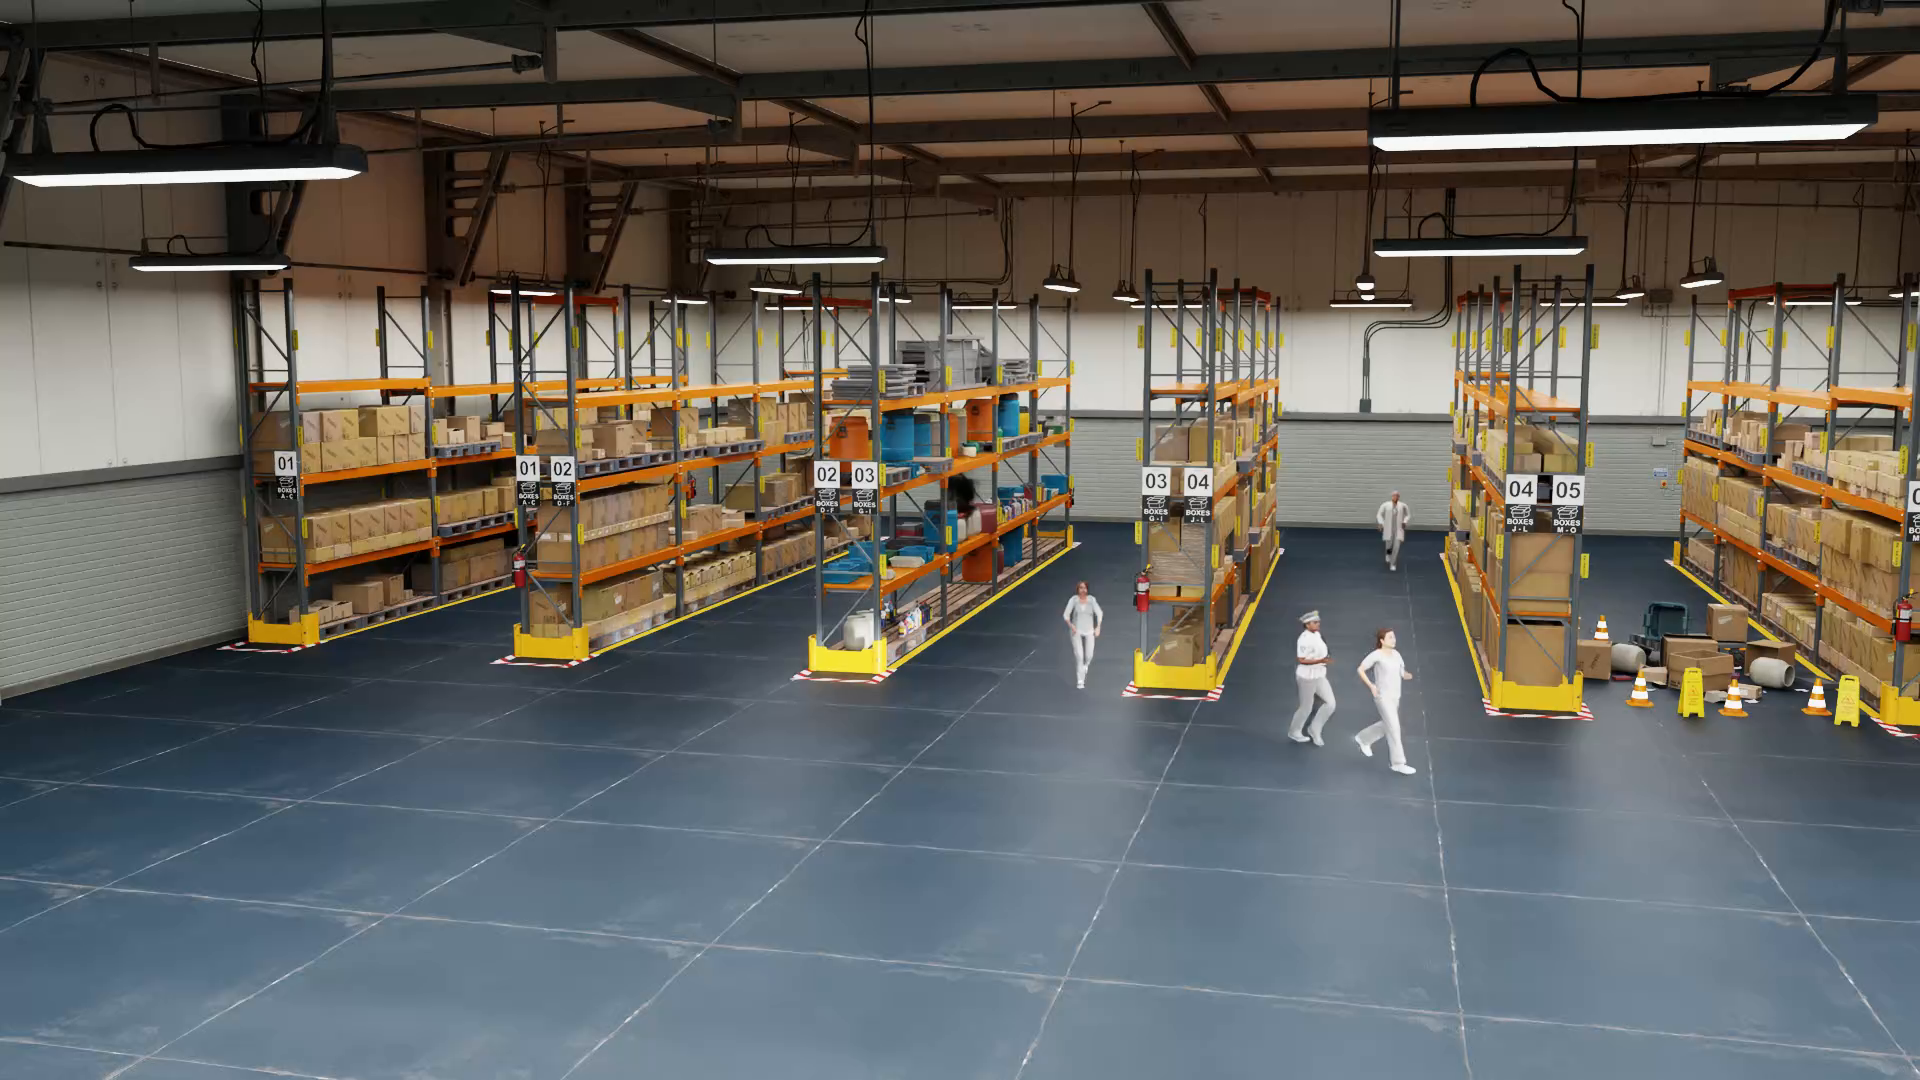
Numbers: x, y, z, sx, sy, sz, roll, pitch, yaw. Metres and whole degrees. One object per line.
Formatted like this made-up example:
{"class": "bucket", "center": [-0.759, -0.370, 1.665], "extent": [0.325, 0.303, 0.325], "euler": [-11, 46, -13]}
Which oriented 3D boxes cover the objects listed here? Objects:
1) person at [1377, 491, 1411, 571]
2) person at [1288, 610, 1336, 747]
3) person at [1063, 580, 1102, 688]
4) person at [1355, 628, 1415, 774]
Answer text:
{"class": "person", "center": [9.500, -0.214, 36.417], "extent": [0.721, 1.736, 0.680], "euler": [2, 7, 12]}
{"class": "person", "center": [4.377, 1.719, 20.530], "extent": [0.555, 1.727, 0.660], "euler": [-6, 9, -42]}
{"class": "person", "center": [1.780, 1.351, 24.142], "extent": [0.581, 1.562, 0.578], "euler": [0, 7, -4]}
{"class": "person", "center": [4.967, 1.836, 19.429], "extent": [0.570, 1.646, 0.960], "euler": [-5, 8, -36]}
